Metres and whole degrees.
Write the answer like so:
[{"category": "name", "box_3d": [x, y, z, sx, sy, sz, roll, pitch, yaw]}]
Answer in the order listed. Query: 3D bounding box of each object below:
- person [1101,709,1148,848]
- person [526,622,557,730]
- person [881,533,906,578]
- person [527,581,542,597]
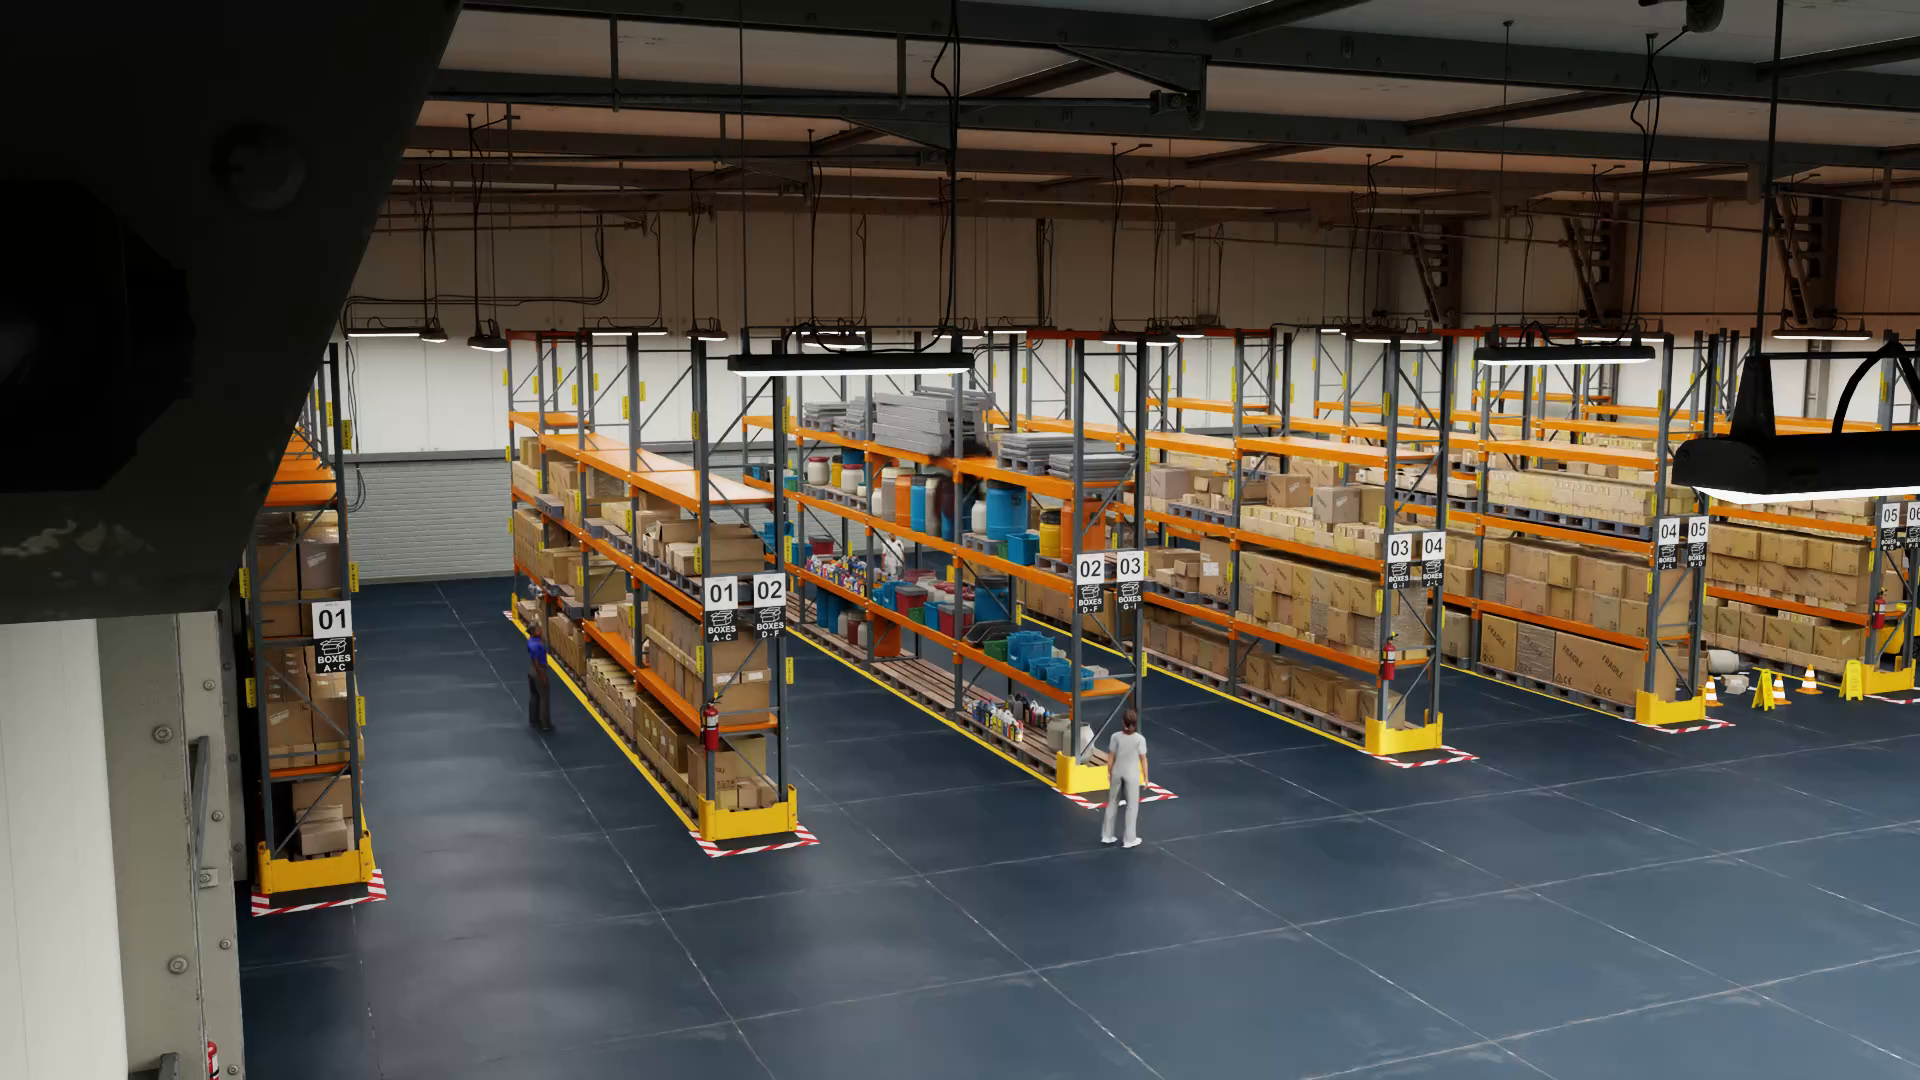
[{"category": "person", "box_3d": [1.972, 2.836, 19.830, 0.541, 1.695, 0.378, 5, 9, 31]}, {"category": "person", "box_3d": [-6.405, 2.064, 25.400, 0.393, 1.656, 0.566, -4, 9, -29]}, {"category": "person", "box_3d": [-1.465, 0.555, 36.579, 0.485, 1.615, 0.932, -4, 9, -28]}, {"category": "person", "box_3d": [-9.291, 0.462, 36.596, 0.525, 1.777, 0.580, -2, 8, -14]}]
